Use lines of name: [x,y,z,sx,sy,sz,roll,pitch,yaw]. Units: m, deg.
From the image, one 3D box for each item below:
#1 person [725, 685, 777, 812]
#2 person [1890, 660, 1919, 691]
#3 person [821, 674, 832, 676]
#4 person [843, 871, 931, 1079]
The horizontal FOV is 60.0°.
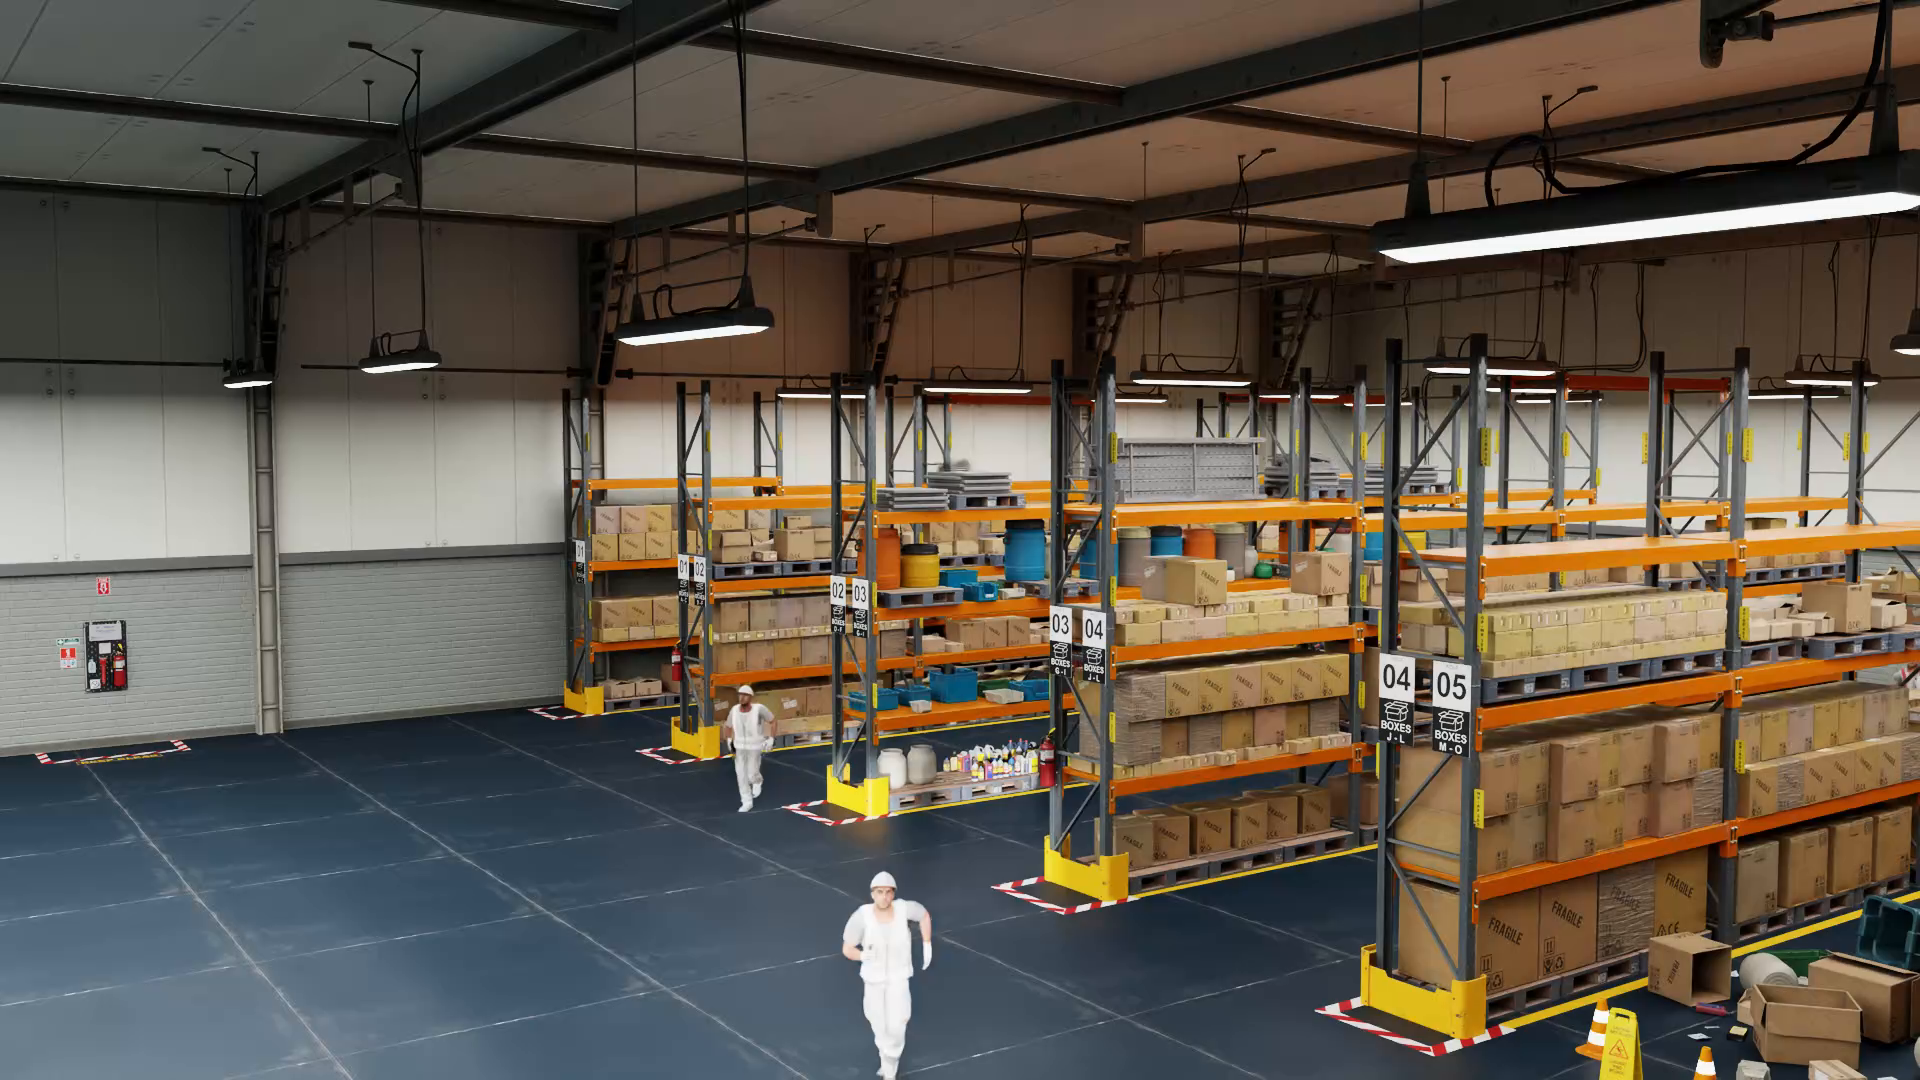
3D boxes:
person: [-2.874,2.844,22.707,0.714,1.737,0.669,1,4,13]
person: [14.983,2.619,26.156,0.668,1.750,0.878,2,4,31]
person: [-2.551,2.074,30.608,0.865,1.803,0.632,-3,5,-43]
person: [-0.565,3.441,12.959,0.693,1.786,0.839,0,4,-3]
